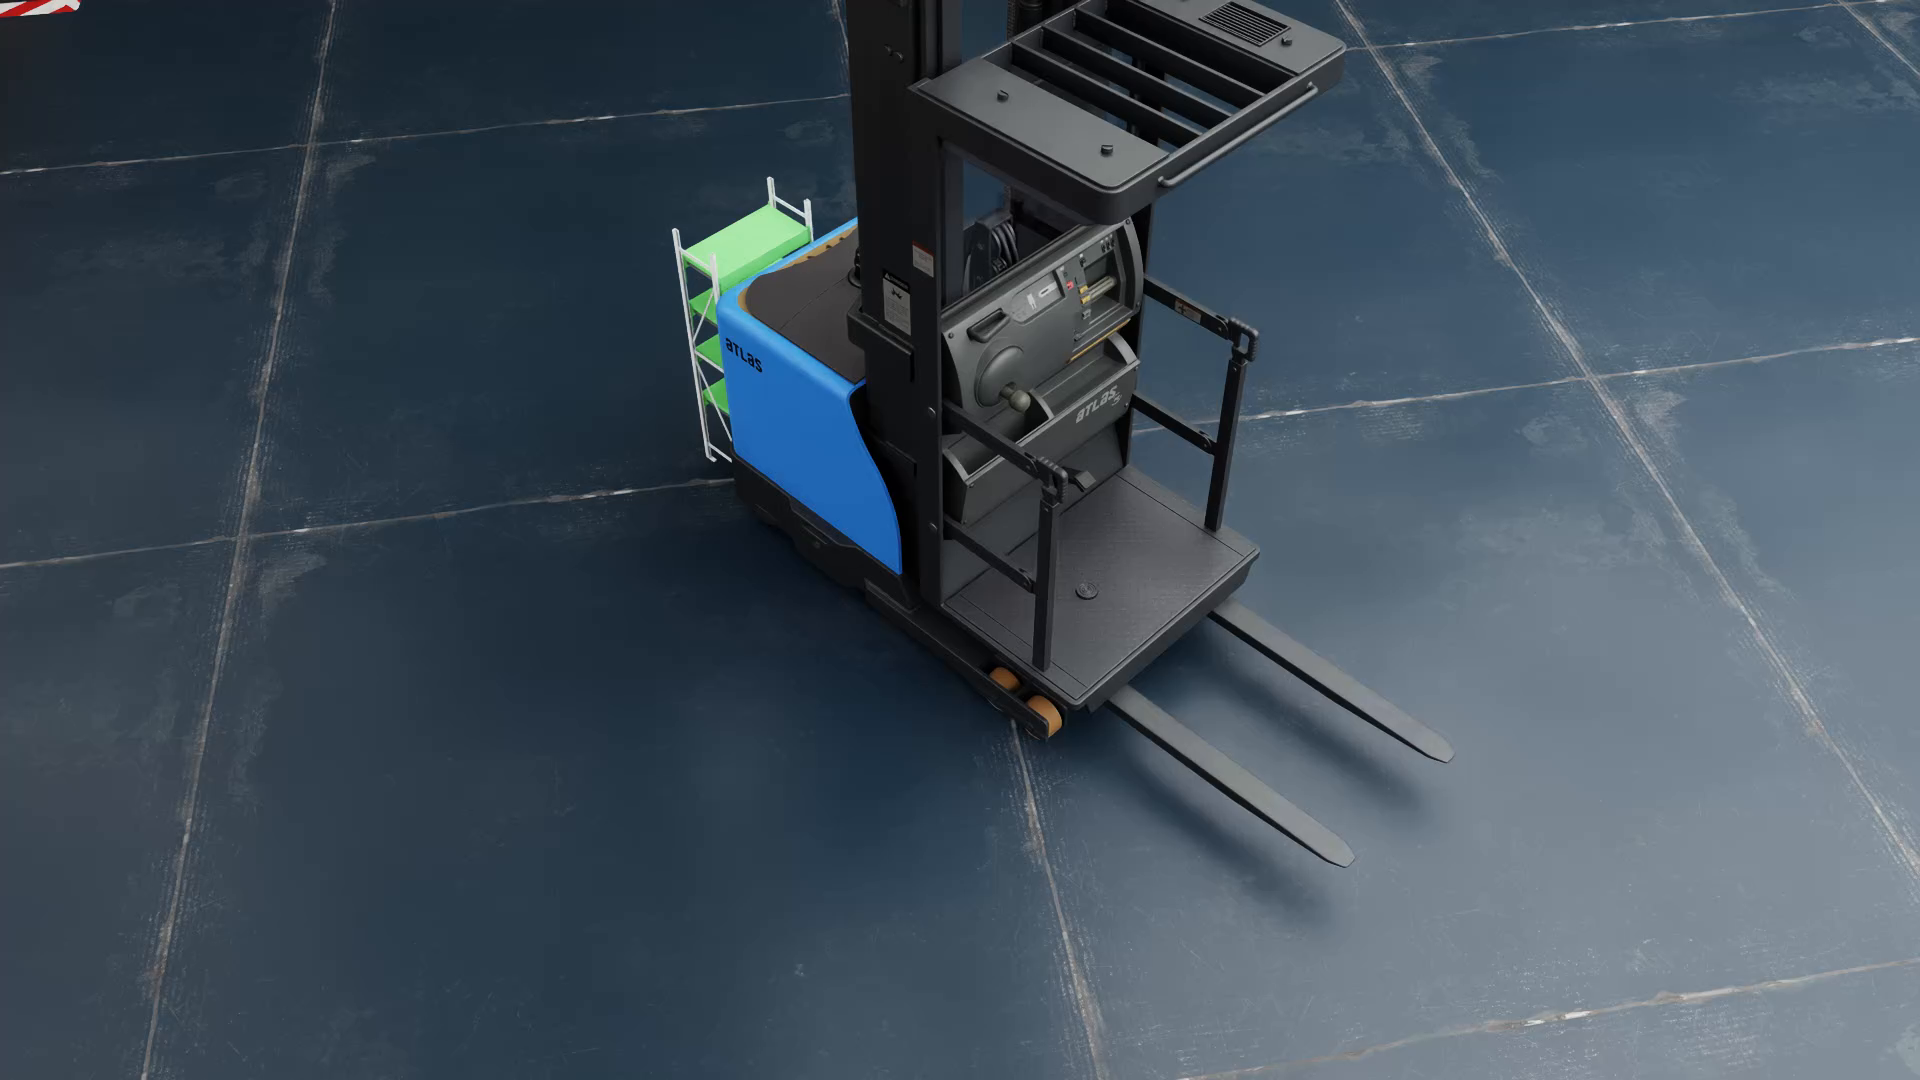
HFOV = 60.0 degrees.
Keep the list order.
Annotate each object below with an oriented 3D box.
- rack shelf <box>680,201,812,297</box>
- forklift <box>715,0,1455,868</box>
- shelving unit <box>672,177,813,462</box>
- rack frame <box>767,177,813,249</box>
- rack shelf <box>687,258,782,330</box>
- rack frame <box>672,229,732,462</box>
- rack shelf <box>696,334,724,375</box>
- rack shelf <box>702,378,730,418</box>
[{"bbox_3d":[-0.853,-1.142,6.632,0.258,0.148,0.480,35,55,29],"label":"rack shelf"},{"bbox_3d":[0.449,-0.698,5.581,3.031,2.935,1.130,35,56,29],"label":"forklift"},{"bbox_3d":[-0.853,-0.853,6.932,0.258,1.200,0.503,35,55,29],"label":"shelving unit"},{"bbox_3d":[-0.683,-0.979,7.054,0.240,1.200,0.015,35,55,29],"label":"rack frame"},{"bbox_3d":[-0.853,-0.975,6.805,0.258,0.148,0.480,35,55,29],"label":"rack shelf"},{"bbox_3d":[-1.022,-0.727,6.810,0.240,1.200,0.015,35,55,29],"label":"rack frame"},{"bbox_3d":[-0.853,-0.809,6.978,0.258,0.148,0.480,35,55,29],"label":"rack shelf"},{"bbox_3d":[-0.853,-0.642,7.151,0.258,0.148,0.480,35,55,29],"label":"rack shelf"}]
